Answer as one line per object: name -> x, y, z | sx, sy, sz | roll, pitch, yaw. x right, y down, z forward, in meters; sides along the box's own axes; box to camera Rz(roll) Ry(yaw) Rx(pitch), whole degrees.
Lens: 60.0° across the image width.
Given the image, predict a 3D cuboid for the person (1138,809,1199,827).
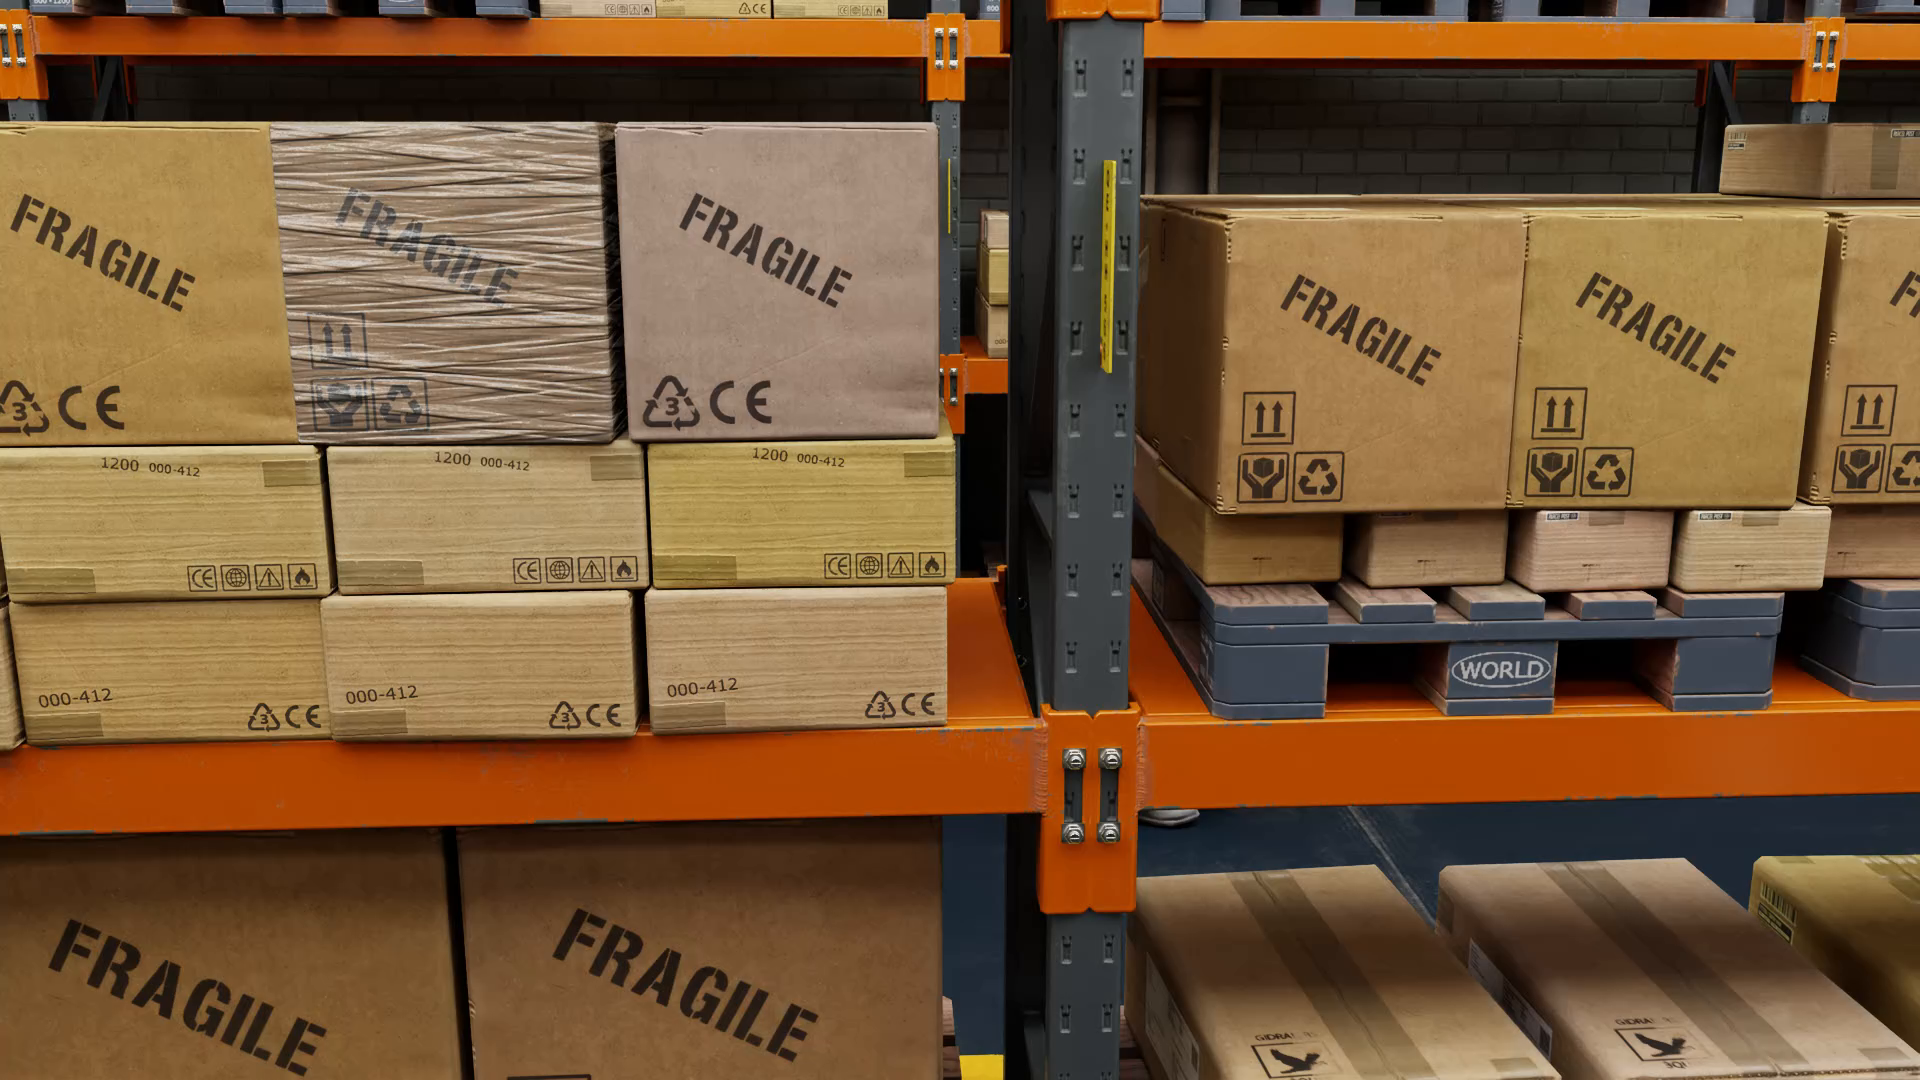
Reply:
person -> 0.620, 0.056, 5.730 | 0.444, 1.775, 0.629 | -2, 13, -6
